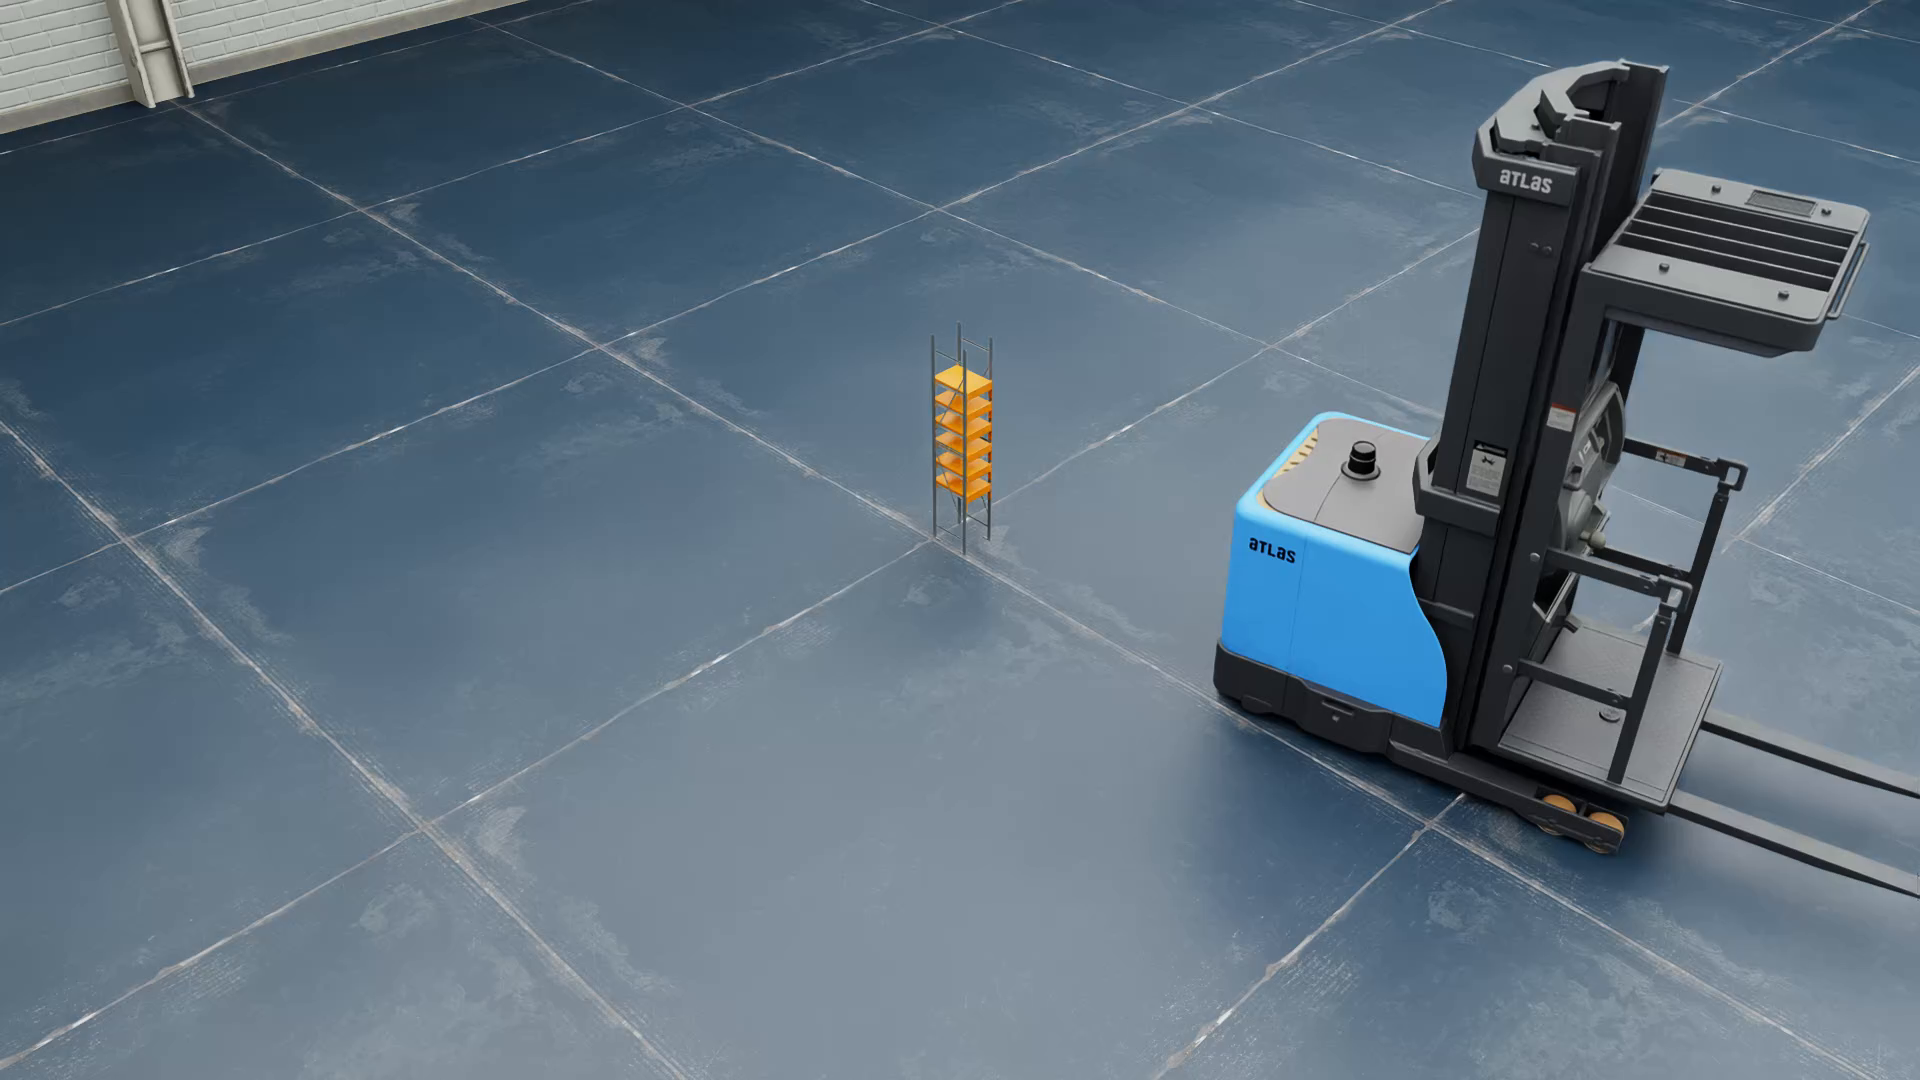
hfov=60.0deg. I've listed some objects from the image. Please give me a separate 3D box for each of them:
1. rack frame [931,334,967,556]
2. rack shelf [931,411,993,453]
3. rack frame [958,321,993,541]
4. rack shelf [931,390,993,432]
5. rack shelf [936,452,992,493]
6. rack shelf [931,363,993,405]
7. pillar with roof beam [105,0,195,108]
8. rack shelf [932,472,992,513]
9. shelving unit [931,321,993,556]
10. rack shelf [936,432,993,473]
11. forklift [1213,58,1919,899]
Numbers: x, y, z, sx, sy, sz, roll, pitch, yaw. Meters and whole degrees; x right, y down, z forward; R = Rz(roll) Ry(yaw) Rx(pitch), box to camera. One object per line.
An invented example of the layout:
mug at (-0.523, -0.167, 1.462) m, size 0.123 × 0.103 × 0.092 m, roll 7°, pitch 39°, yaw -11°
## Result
rack frame at (-0.054, -0.461, 8.353) m, size 0.240 × 1.200 × 0.006 m, roll 30°, pitch 45°, yaw 35°
rack shelf at (0.010, -0.560, 8.363) m, size 0.258 × 0.103 × 0.180 m, roll 30°, pitch 45°, yaw 35°
rack frame at (0.075, -0.535, 8.459) m, size 0.240 × 1.200 × 0.006 m, roll 30°, pitch 45°, yaw 35°
rack shelf at (0.010, -0.658, 8.294) m, size 0.258 × 0.103 × 0.180 m, roll 30°, pitch 45°, yaw 35°
rack shelf at (0.010, -0.363, 8.500) m, size 0.258 × 0.103 × 0.180 m, roll 30°, pitch 45°, yaw 35°
rack shelf at (0.010, -0.757, 8.225) m, size 0.258 × 0.103 × 0.180 m, roll 30°, pitch 45°, yaw 35°
pillar with roof beam at (-3.704, -5.715, 9.068) m, size 9.100 × 9.000 × 0.400 m, roll 30°, pitch 45°, yaw 35°
rack shelf at (0.010, -0.265, 8.569) m, size 0.258 × 0.103 × 0.180 m, roll 30°, pitch 45°, yaw 35°
shelving unit at (0.010, -0.498, 8.406) m, size 0.258 × 1.200 × 0.189 m, roll 30°, pitch 45°, yaw 35°
rack shelf at (0.010, -0.462, 8.431) m, size 0.258 × 0.103 × 0.180 m, roll 30°, pitch 45°, yaw 35°
forklift at (2.687, -0.255, 6.545) m, size 3.031 × 2.935 × 1.130 m, roll 20°, pitch 40°, yaw 26°
